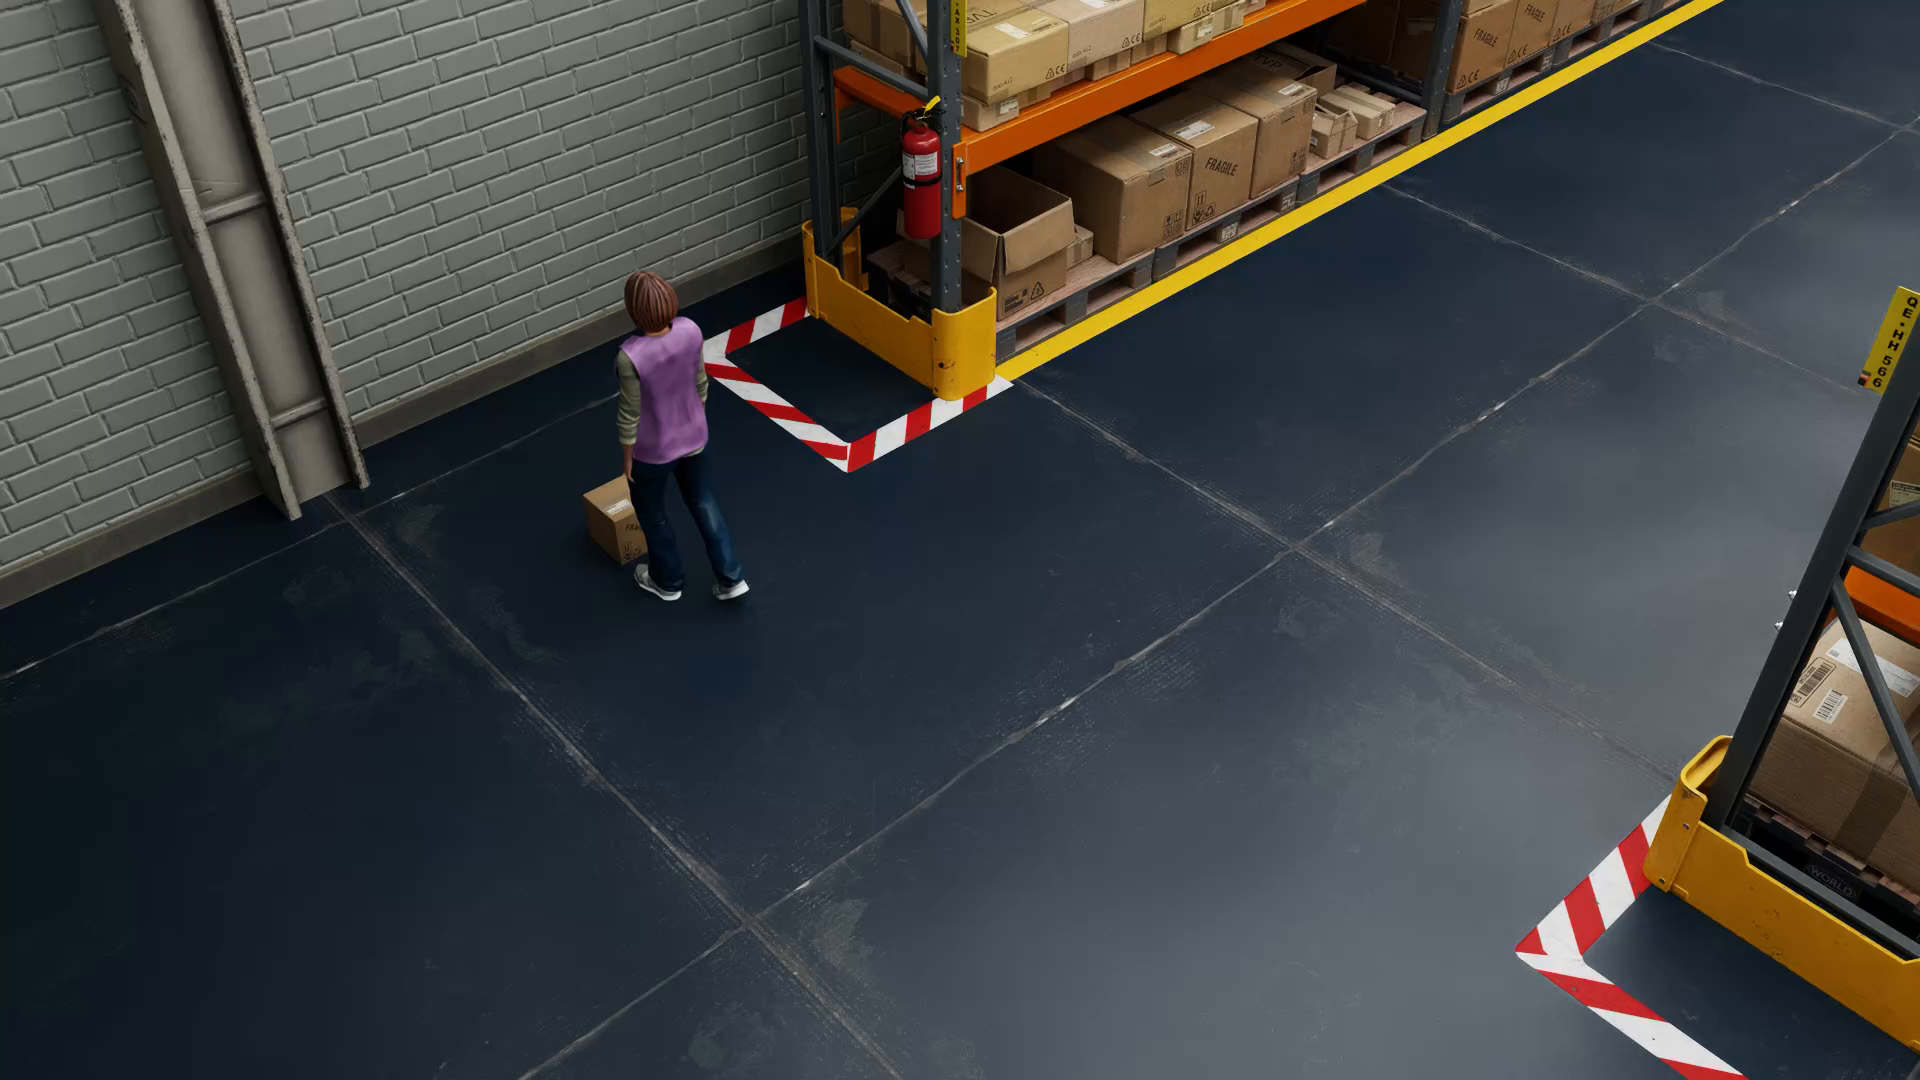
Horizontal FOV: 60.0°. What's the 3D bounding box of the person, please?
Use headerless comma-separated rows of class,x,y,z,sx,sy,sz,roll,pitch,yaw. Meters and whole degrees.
person,-1.164,-0.359,6.633,0.413,1.650,0.496,-30,49,-30
